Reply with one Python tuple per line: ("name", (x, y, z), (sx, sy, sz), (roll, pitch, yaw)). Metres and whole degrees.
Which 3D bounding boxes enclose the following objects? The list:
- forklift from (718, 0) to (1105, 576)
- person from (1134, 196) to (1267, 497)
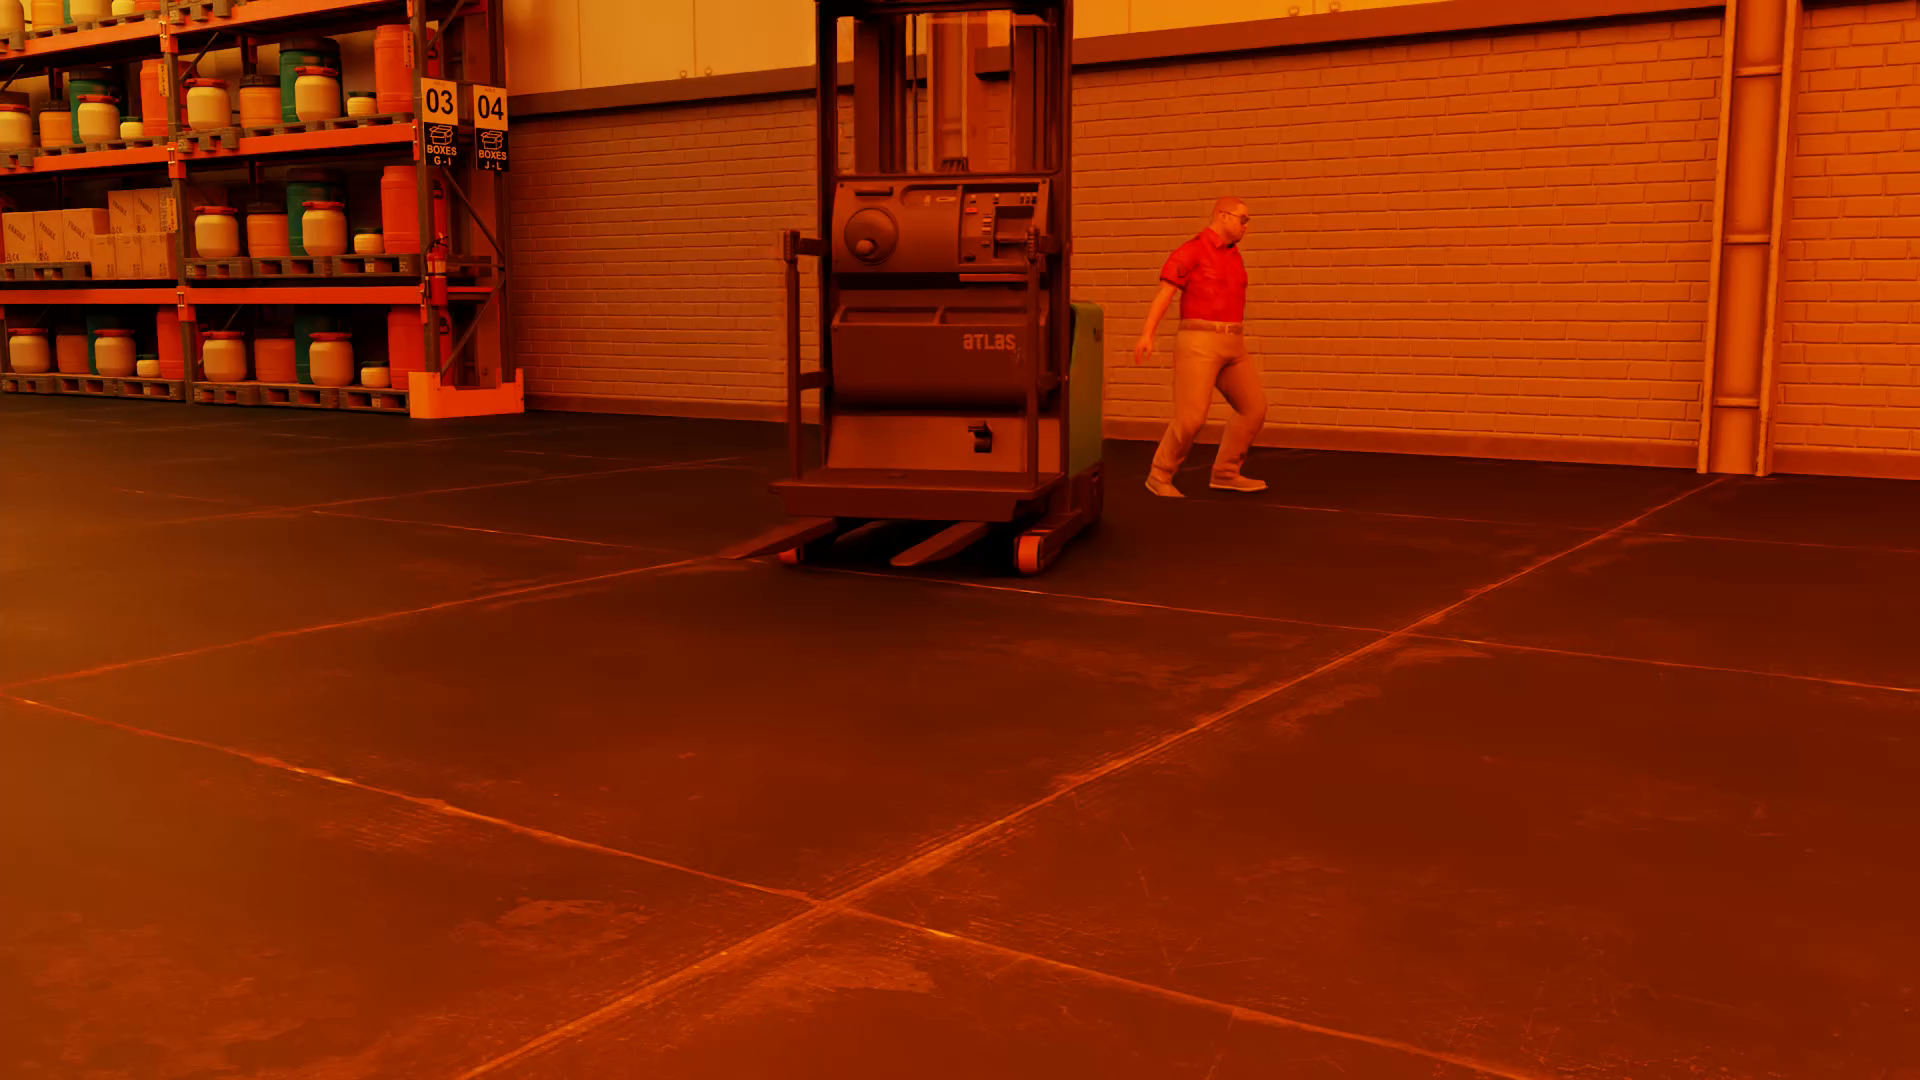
("forklift", (-0.133, -1.366, 6.802), (1.130, 2.935, 3.031), (2, 8, 14))
("person", (1.343, -1.056, 9.336), (0.888, 1.714, 0.494), (-6, 10, -37))
